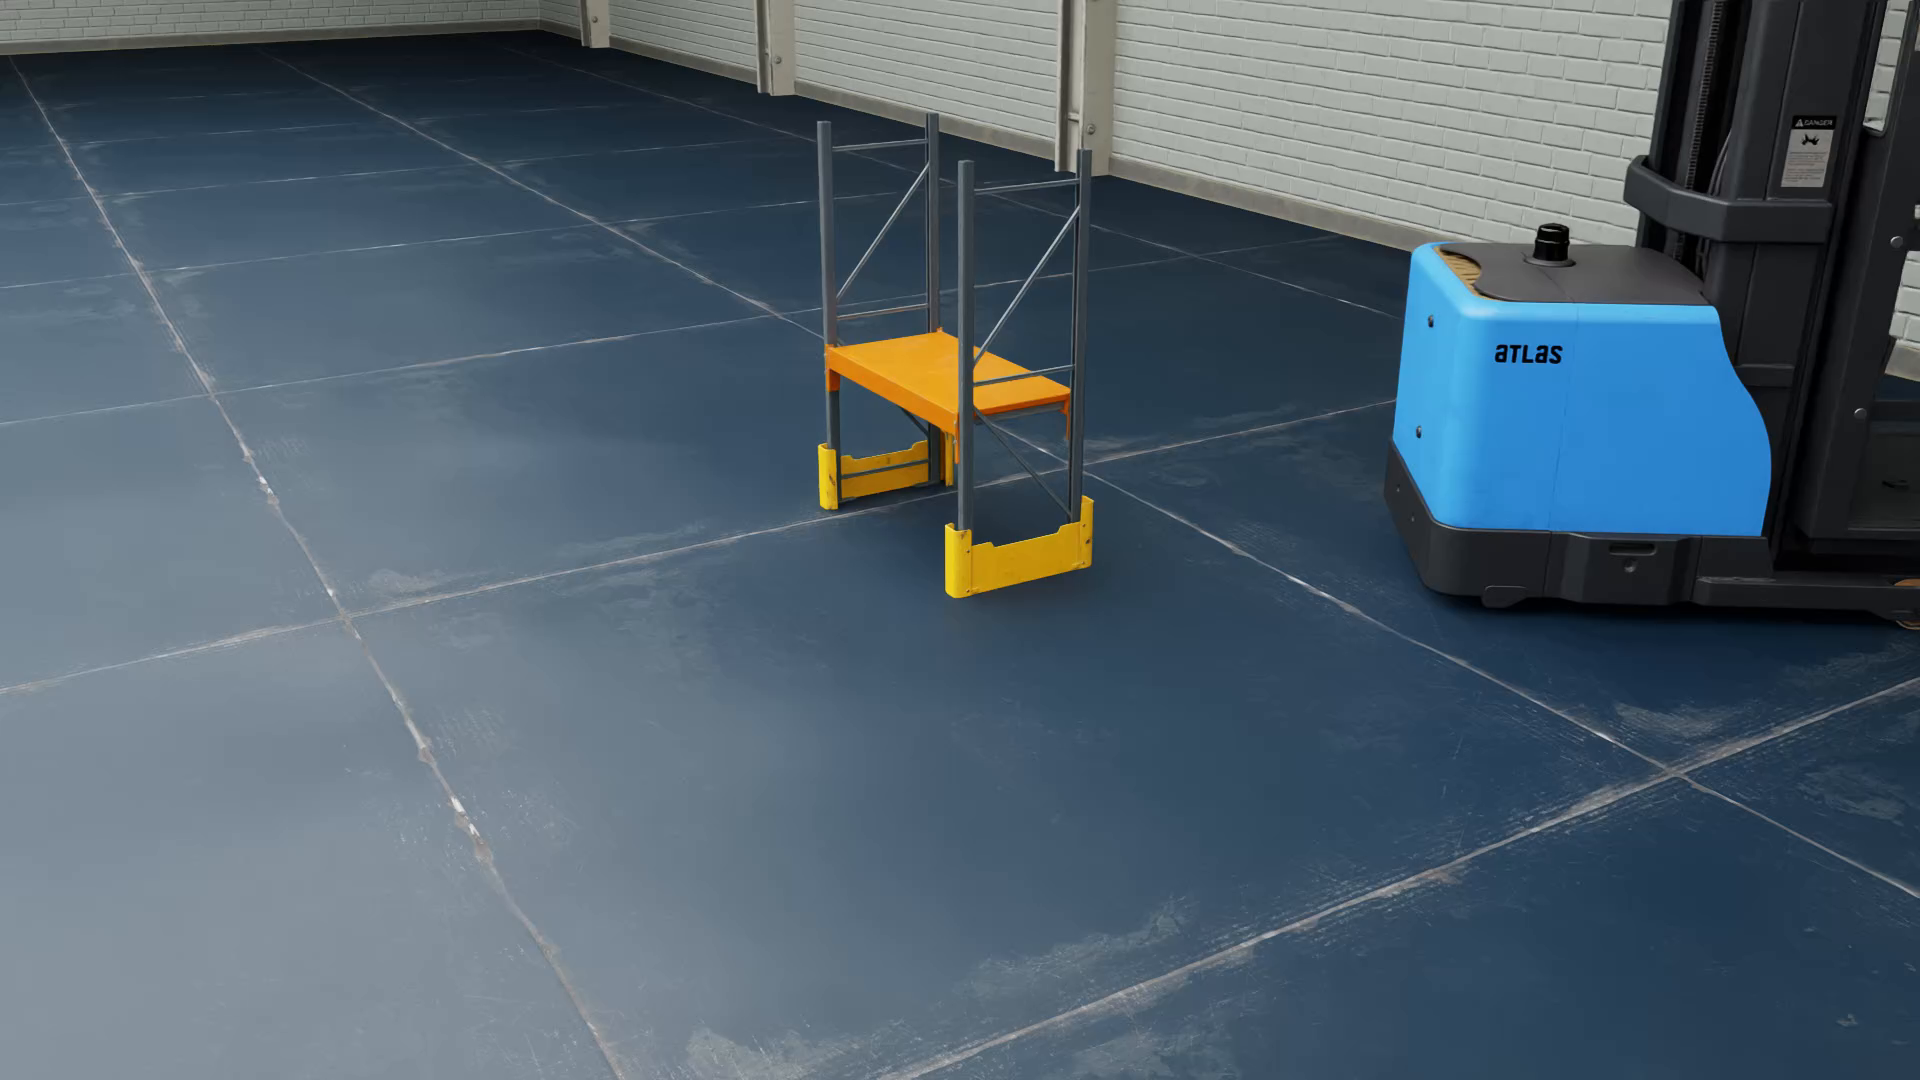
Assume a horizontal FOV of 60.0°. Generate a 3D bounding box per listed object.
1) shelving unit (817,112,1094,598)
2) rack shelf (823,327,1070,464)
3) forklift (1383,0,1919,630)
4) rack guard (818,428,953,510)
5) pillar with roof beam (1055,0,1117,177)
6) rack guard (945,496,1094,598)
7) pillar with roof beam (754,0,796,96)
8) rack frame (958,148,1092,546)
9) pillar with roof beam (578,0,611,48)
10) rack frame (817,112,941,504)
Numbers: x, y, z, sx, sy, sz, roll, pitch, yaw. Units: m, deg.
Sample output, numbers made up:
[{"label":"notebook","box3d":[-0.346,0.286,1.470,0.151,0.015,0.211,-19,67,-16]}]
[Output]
[{"label":"shelving unit","box3d":[-0.039,-0.719,6.090,0.587,1.500,1.083,-13,25,-28]},{"label":"rack shelf","box3d":[-0.044,-0.556,6.165,0.538,0.185,1.000,-13,25,-28]},{"label":"forklift","box3d":[3.145,-1.261,5.521,3.031,2.935,1.130,2,22,4]},{"label":"rack guard","box3d":[-0.293,-0.302,6.722,0.587,0.250,0.087,-13,25,-28]},{"label":"pillar with roof beam","box3d":[-2.679,-6.399,10.105,9.100,9.000,0.400,-13,25,-28]},{"label":"rack guard","box3d":[0.215,0.021,5.928,0.587,0.250,0.087,-13,25,-28]},{"label":"pillar with roof beam","box3d":[-5.744,-8.342,14.883,9.100,9.000,0.400,-13,25,-28]},{"label":"rack frame","box3d":[0.216,-0.558,5.692,0.500,1.500,0.032,-13,25,-28]},{"label":"pillar with roof beam","box3d":[-8.808,-10.284,19.662,9.100,9.000,0.400,-13,25,-28]},{"label":"rack frame","box3d":[-0.303,-0.887,6.502,0.500,1.500,0.032,-13,25,-28]}]
